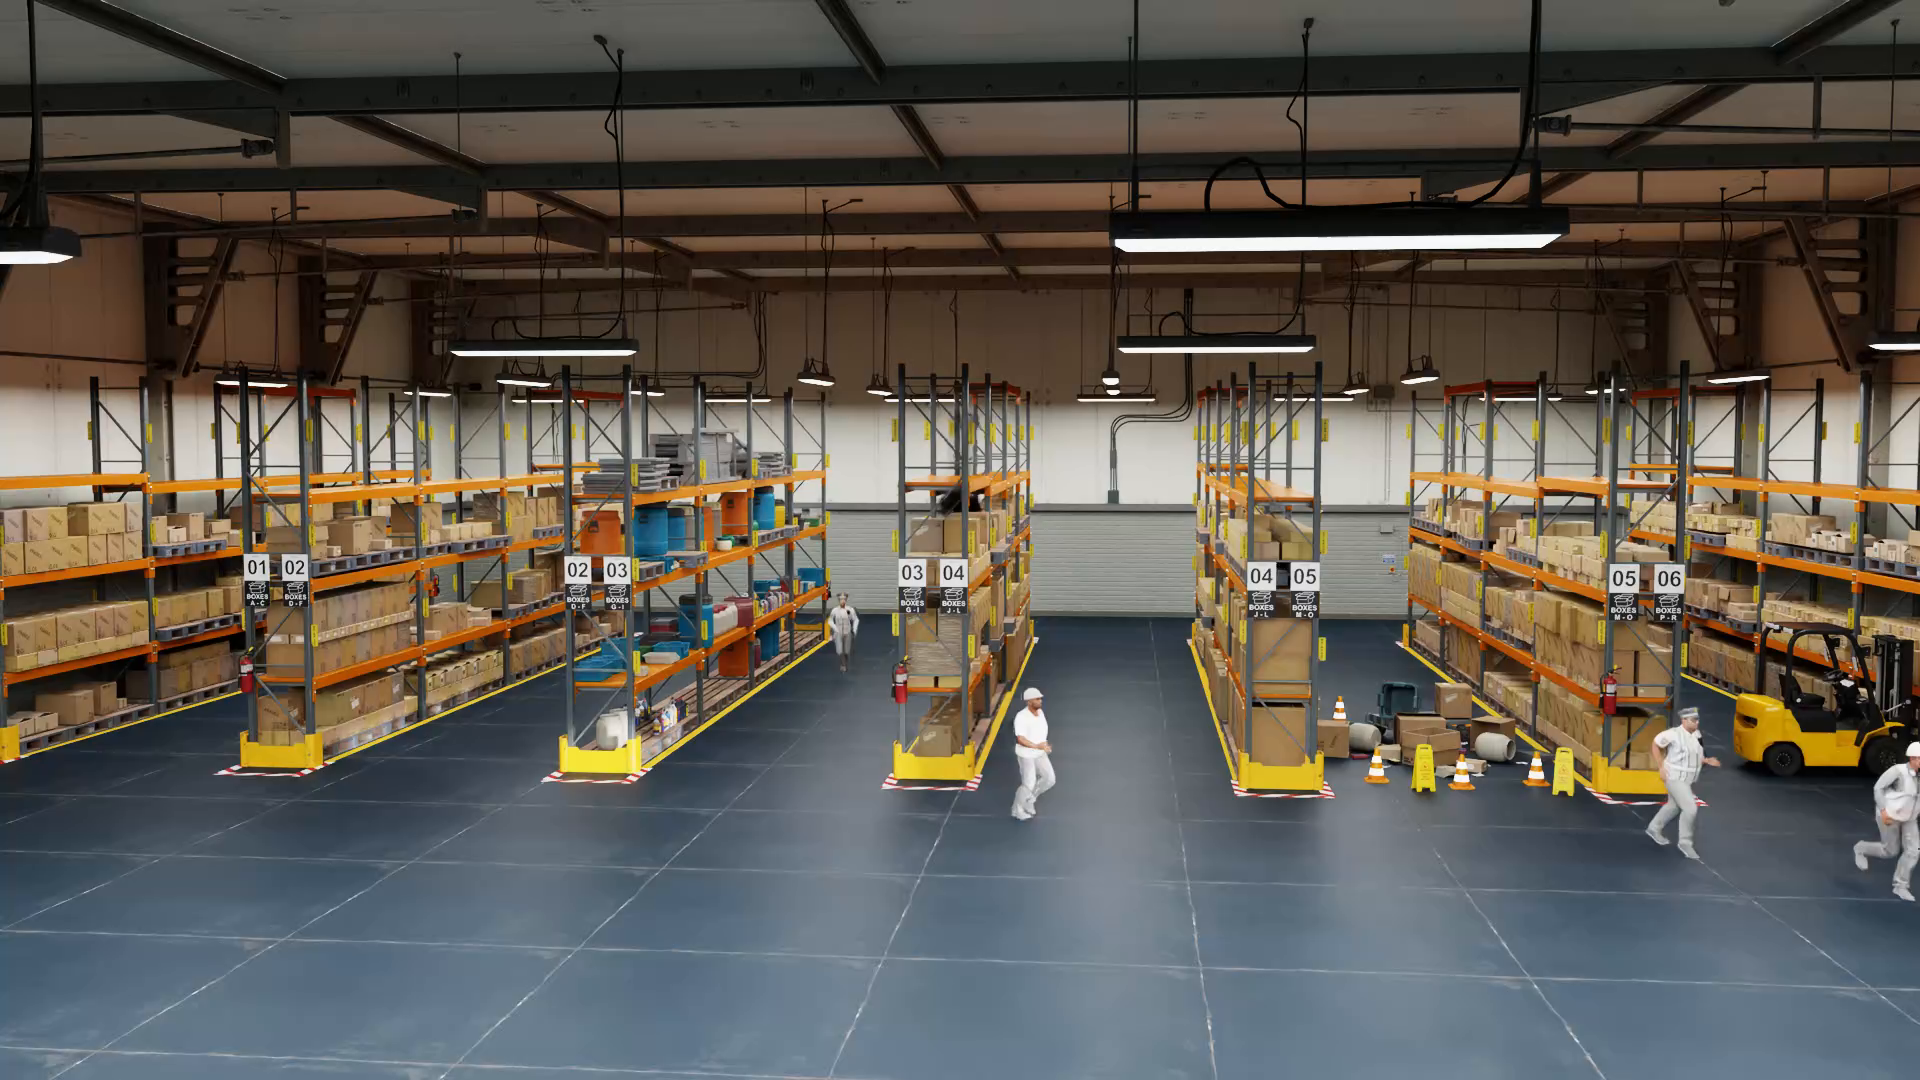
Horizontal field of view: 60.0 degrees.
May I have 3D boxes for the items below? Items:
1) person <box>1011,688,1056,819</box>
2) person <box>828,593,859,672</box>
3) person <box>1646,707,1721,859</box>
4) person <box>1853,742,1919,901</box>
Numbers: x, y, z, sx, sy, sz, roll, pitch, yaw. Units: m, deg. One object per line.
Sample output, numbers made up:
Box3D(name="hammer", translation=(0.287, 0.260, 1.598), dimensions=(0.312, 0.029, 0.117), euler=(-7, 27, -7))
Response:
Box3D(name="person", translation=(0.963, 2.754, 21.414), dimensions=(0.700, 1.716, 0.682), euler=(3, 5, 38))
Box3D(name="person", translation=(-2.320, 1.846, 33.060), dimensions=(0.612, 1.606, 0.492), euler=(0, 4, -3))
Box3D(name="person", translation=(8.588, 2.877, 19.812), dimensions=(0.586, 1.831, 0.903), euler=(-3, 5, -37))
Box3D(name="person", translation=(10.186, 3.009, 18.133), dimensions=(0.662, 1.726, 0.939), euler=(-1, 4, -20))
